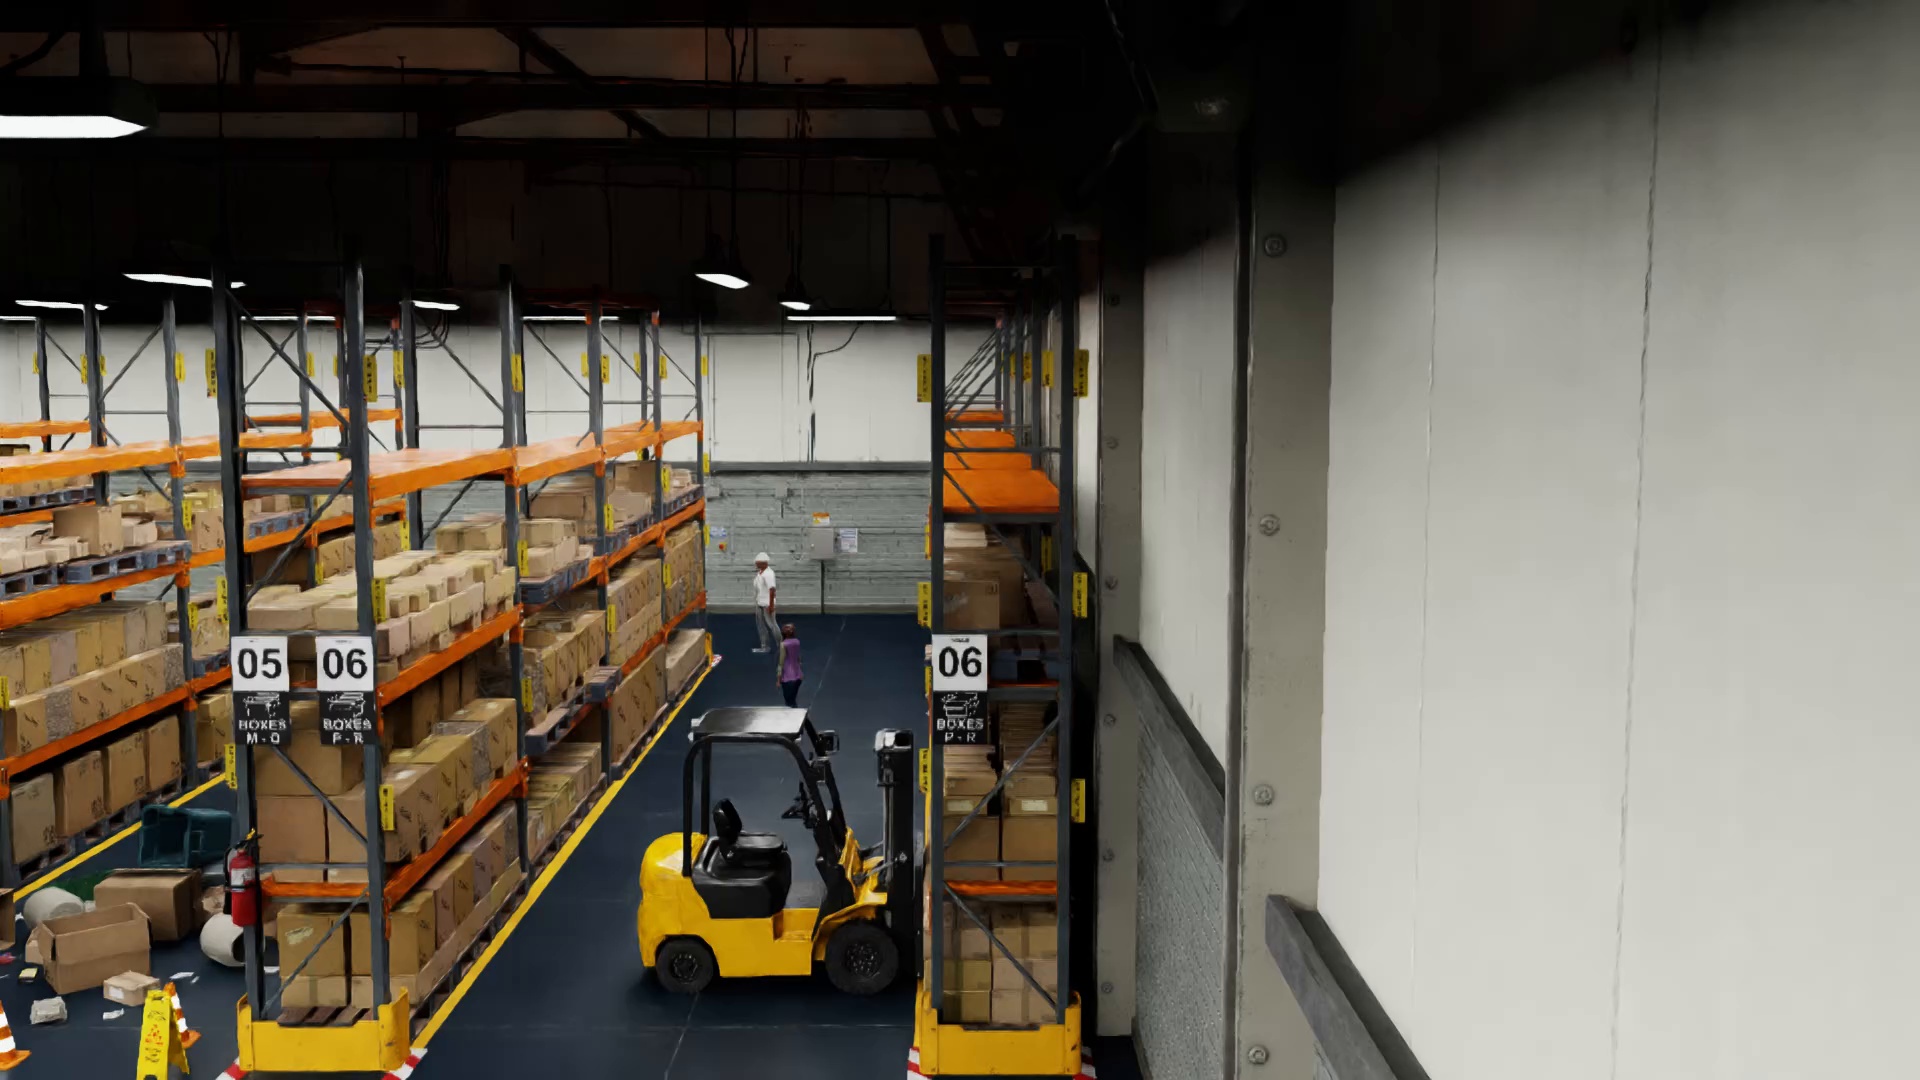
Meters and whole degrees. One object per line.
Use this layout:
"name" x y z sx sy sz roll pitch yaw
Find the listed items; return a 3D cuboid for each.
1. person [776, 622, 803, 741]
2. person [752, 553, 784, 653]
"person" -2.309 1.890 22.409 0.532 1.588 0.536 3 7 26
"person" -3.343 1.100 29.016 0.540 1.759 0.658 -3 7 -28
